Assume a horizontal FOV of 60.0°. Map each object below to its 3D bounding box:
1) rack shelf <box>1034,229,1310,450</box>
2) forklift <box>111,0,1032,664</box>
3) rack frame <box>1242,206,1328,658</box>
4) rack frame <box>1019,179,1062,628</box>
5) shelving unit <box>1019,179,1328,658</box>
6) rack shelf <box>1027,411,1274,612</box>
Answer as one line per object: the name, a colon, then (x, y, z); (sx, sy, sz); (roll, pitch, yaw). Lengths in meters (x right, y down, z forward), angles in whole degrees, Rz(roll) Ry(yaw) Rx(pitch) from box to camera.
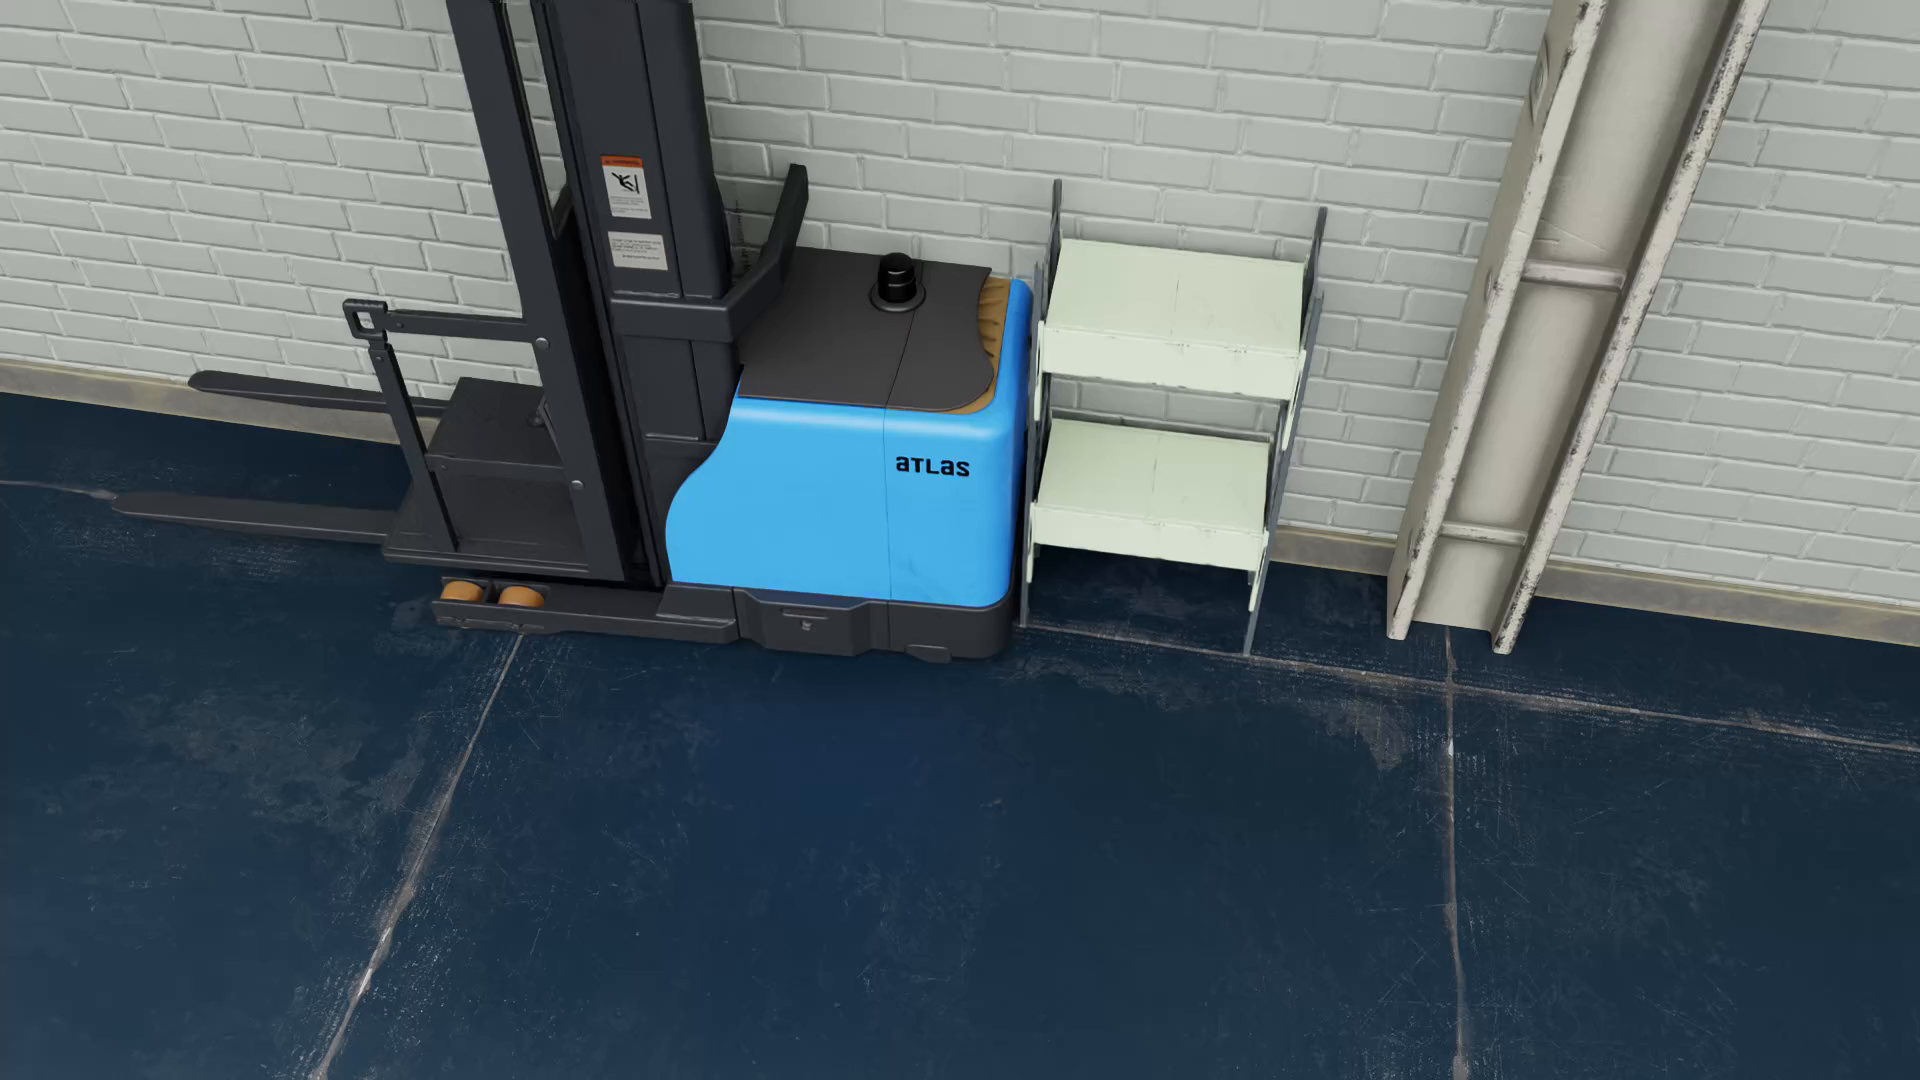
rack shelf: (0.601, -0.573, 4.732); (0.720, 0.370, 0.431); (7, 48, 6)
forklift: (-1.294, -1.058, 4.730); (3.031, 2.935, 1.130); (5, 48, 4)
rack frame: (0.962, -0.266, 4.981); (0.023, 1.500, 0.400); (7, 48, 6)
rack frame: (0.241, -0.358, 5.063); (0.023, 1.500, 0.400); (7, 48, 6)
shelving unit: (0.601, -0.312, 5.022); (0.755, 1.500, 0.431); (7, 48, 6)
rack shelf: (0.601, -0.094, 5.264); (0.720, 0.370, 0.431); (7, 48, 6)
